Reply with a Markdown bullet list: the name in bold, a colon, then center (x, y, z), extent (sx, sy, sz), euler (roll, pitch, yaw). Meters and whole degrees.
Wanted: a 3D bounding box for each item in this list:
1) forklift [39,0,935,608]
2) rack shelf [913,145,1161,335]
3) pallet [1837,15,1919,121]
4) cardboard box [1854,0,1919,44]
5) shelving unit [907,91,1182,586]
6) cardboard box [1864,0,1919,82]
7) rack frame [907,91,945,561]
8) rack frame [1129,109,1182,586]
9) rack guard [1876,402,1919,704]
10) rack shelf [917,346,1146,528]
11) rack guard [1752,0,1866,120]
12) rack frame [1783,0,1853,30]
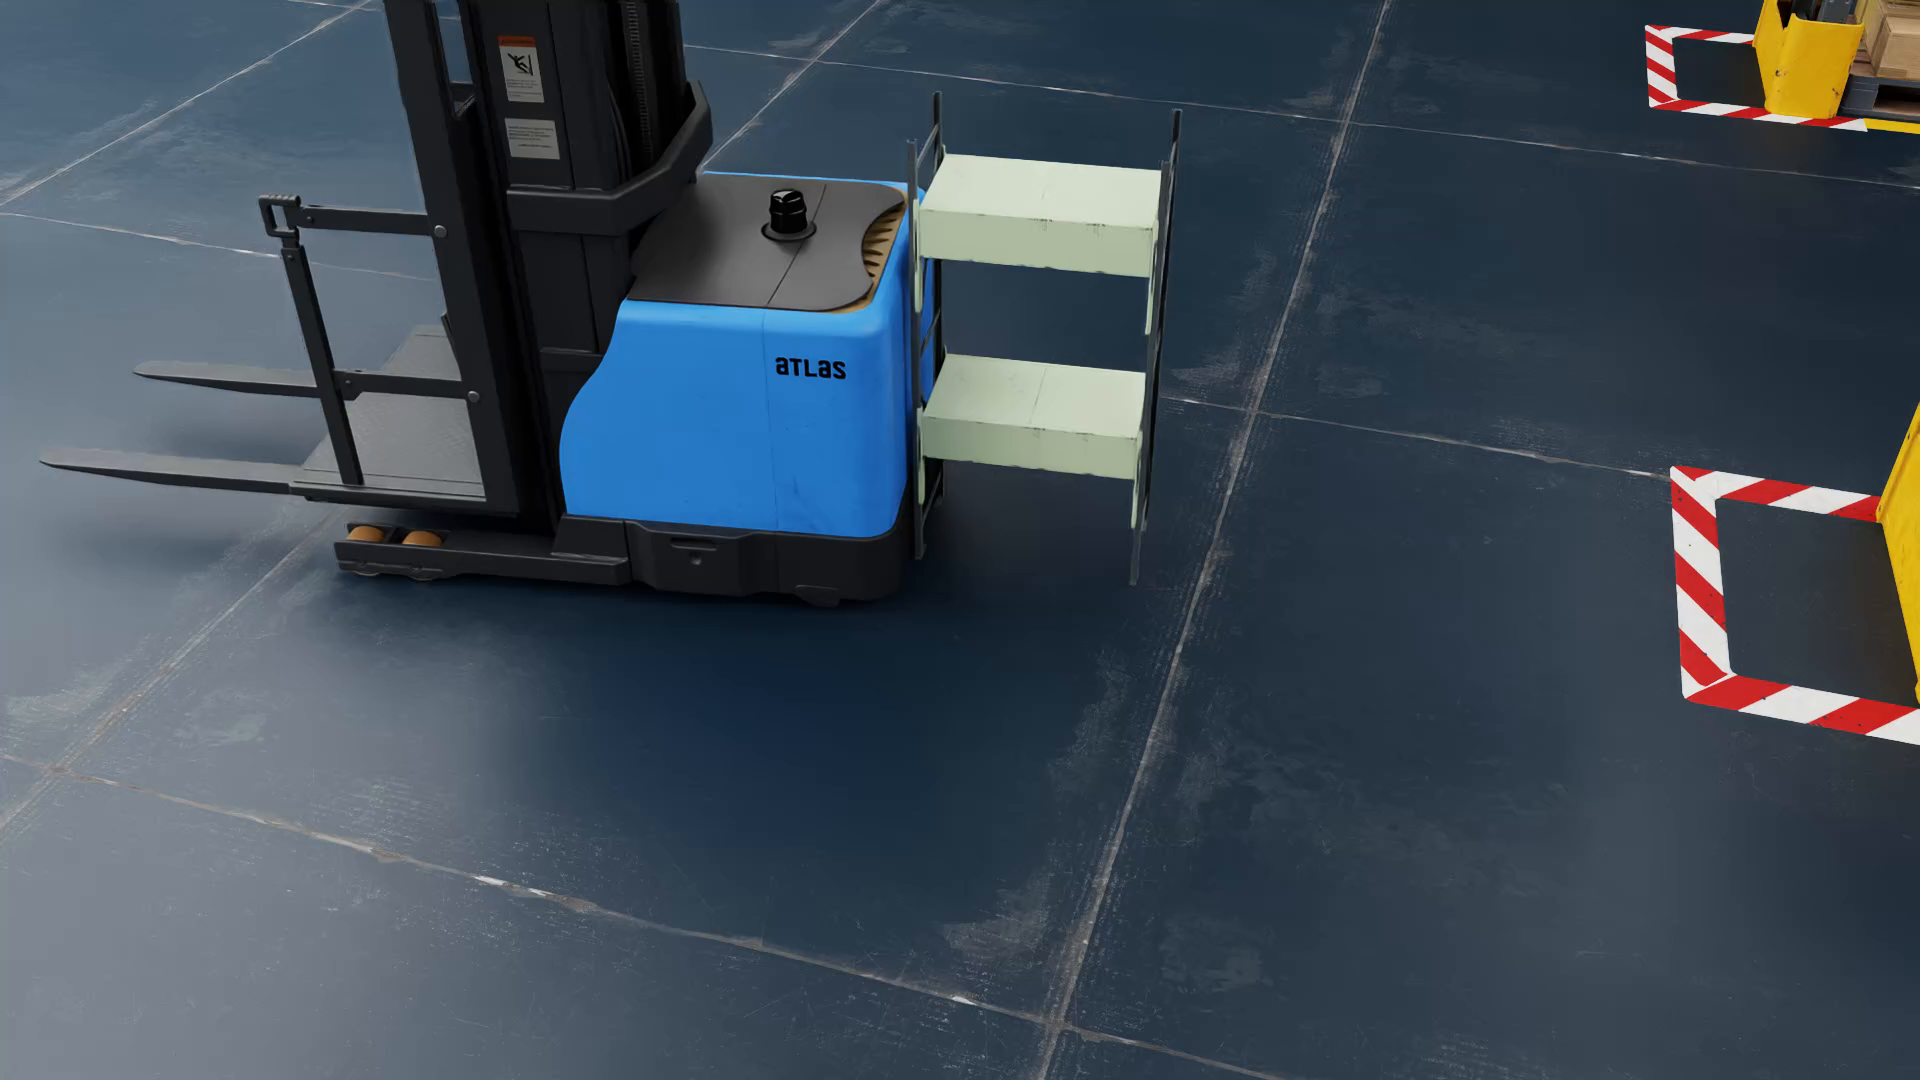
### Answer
- **forklift**: center (-1.640, -1.349, 5.110), extent (3.031, 2.935, 1.130), euler (5, 37, 6)
- **rack shelf**: center (0.255, -0.924, 5.081), extent (0.720, 0.370, 0.431), euler (7, 37, 9)
- **pallet**: center (5.384, -2.533, 9.014), extent (1.213, 0.211, 1.003), euler (10, 38, 14)
- **cardboard box**: center (5.242, -2.902, 9.128), extent (0.500, 0.250, 0.500), euler (10, 38, 14)
- **shelving unit**: center (0.255, -0.609, 5.312), extent (0.755, 1.500, 0.431), euler (7, 37, 9)
- **cardboard box**: center (5.087, -2.609, 8.730), extent (0.500, 0.250, 0.500), euler (10, 38, 14)
- **rack frame**: center (-0.104, -0.651, 5.369), extent (0.023, 1.500, 0.400), euler (7, 37, 9)
- **rack frame**: center (0.614, -0.568, 5.256), extent (0.023, 1.500, 0.400), euler (7, 37, 9)
- **rack guard**: center (3.248, 0.028, 5.291), extent (0.348, 0.500, 1.175), euler (10, 38, 14)
- **rack shelf**: center (0.255, -0.347, 5.506), extent (0.720, 0.370, 0.431), euler (7, 37, 9)
- **rack guard**: center (4.619, -2.765, 9.086), extent (0.348, 0.500, 1.175), euler (10, 38, 14)
- **rack frame**: center (4.642, -3.768, 8.339), extent (0.127, 3.000, 1.000), euler (10, 38, 14)
